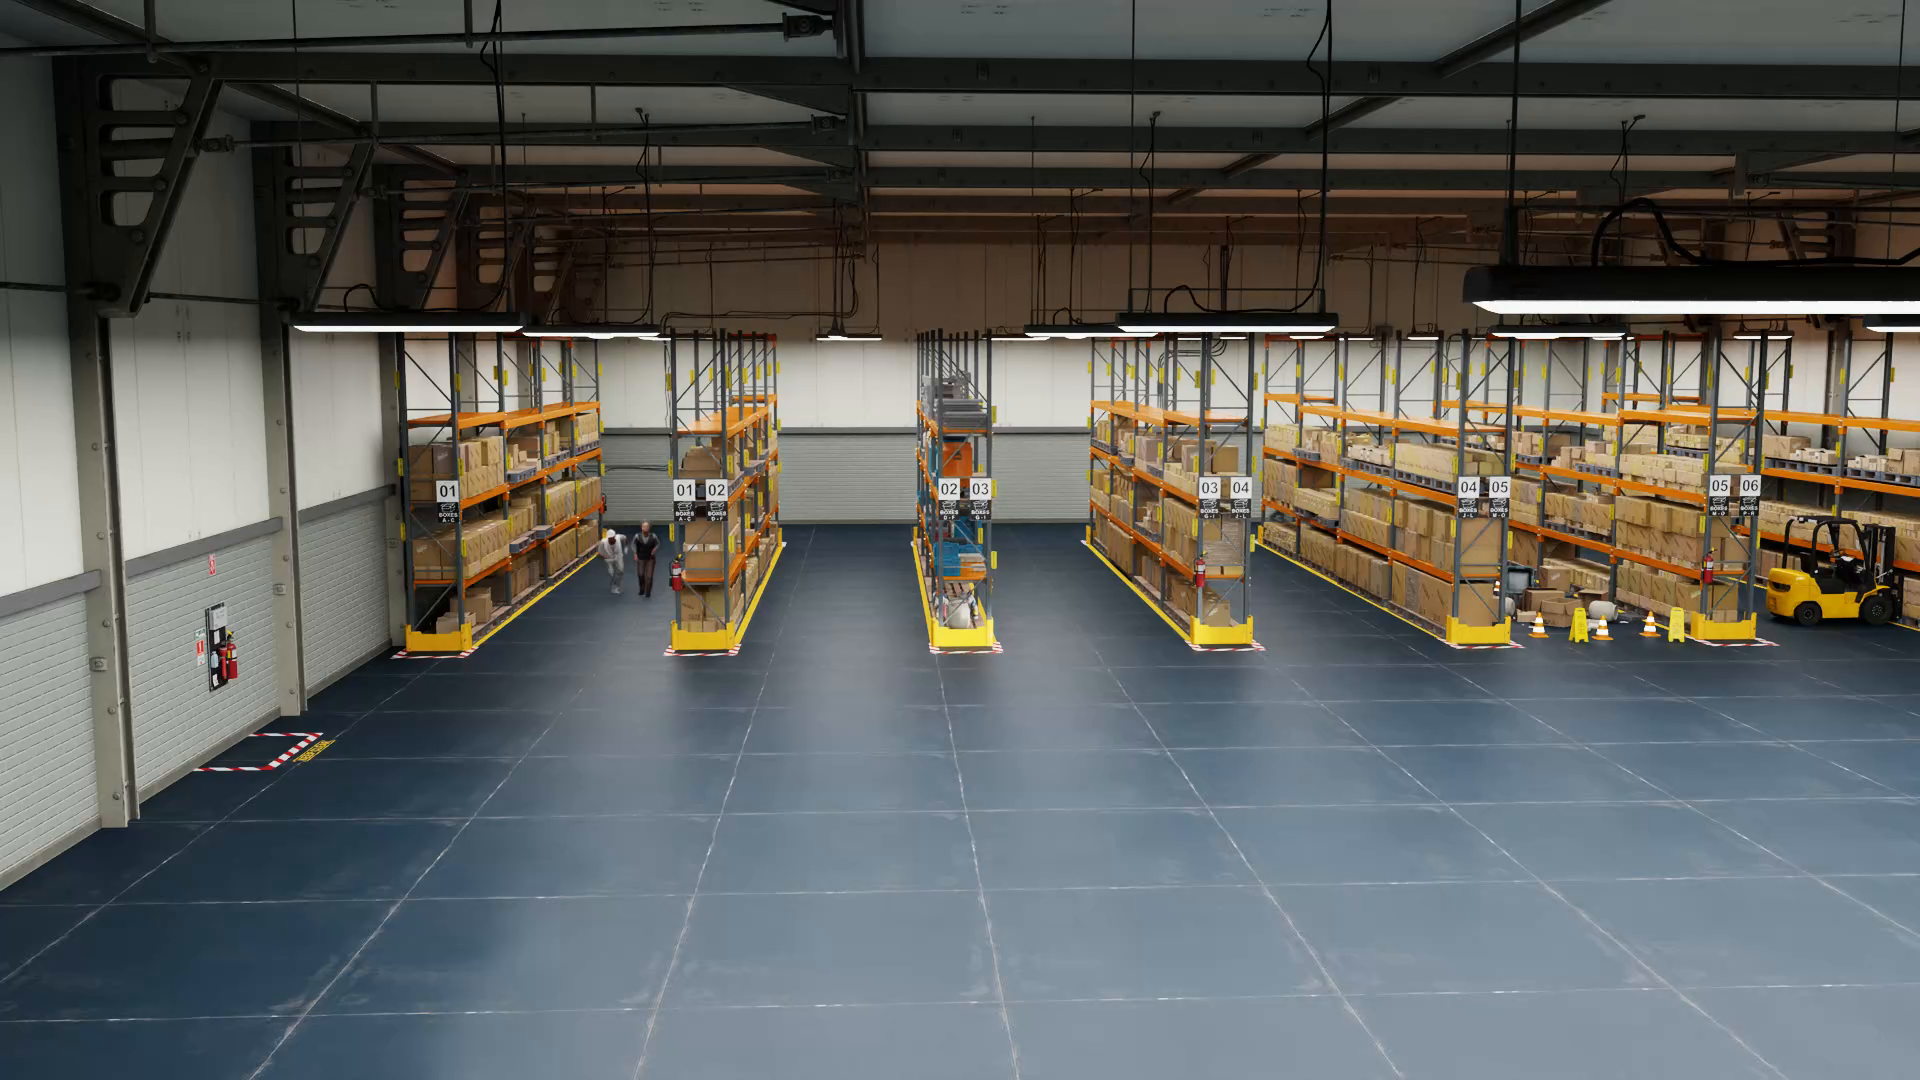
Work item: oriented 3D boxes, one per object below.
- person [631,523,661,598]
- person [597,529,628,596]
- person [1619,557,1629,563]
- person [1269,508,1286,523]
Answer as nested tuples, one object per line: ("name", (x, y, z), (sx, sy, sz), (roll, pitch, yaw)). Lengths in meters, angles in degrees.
("person", (-7.089, 0.456, 37.570), (0.674, 1.709, 0.660), (-1, 7, -8))
("person", (-7.967, 0.471, 38.172), (0.708, 1.526, 1.172), (-2, 7, -15))
("person", (17.076, -0.038, 42.739), (0.605, 1.491, 0.791), (-5, 8, -35))
("person", (9.398, -0.925, 48.936), (0.782, 1.821, 0.697), (-1, 7, -9))
